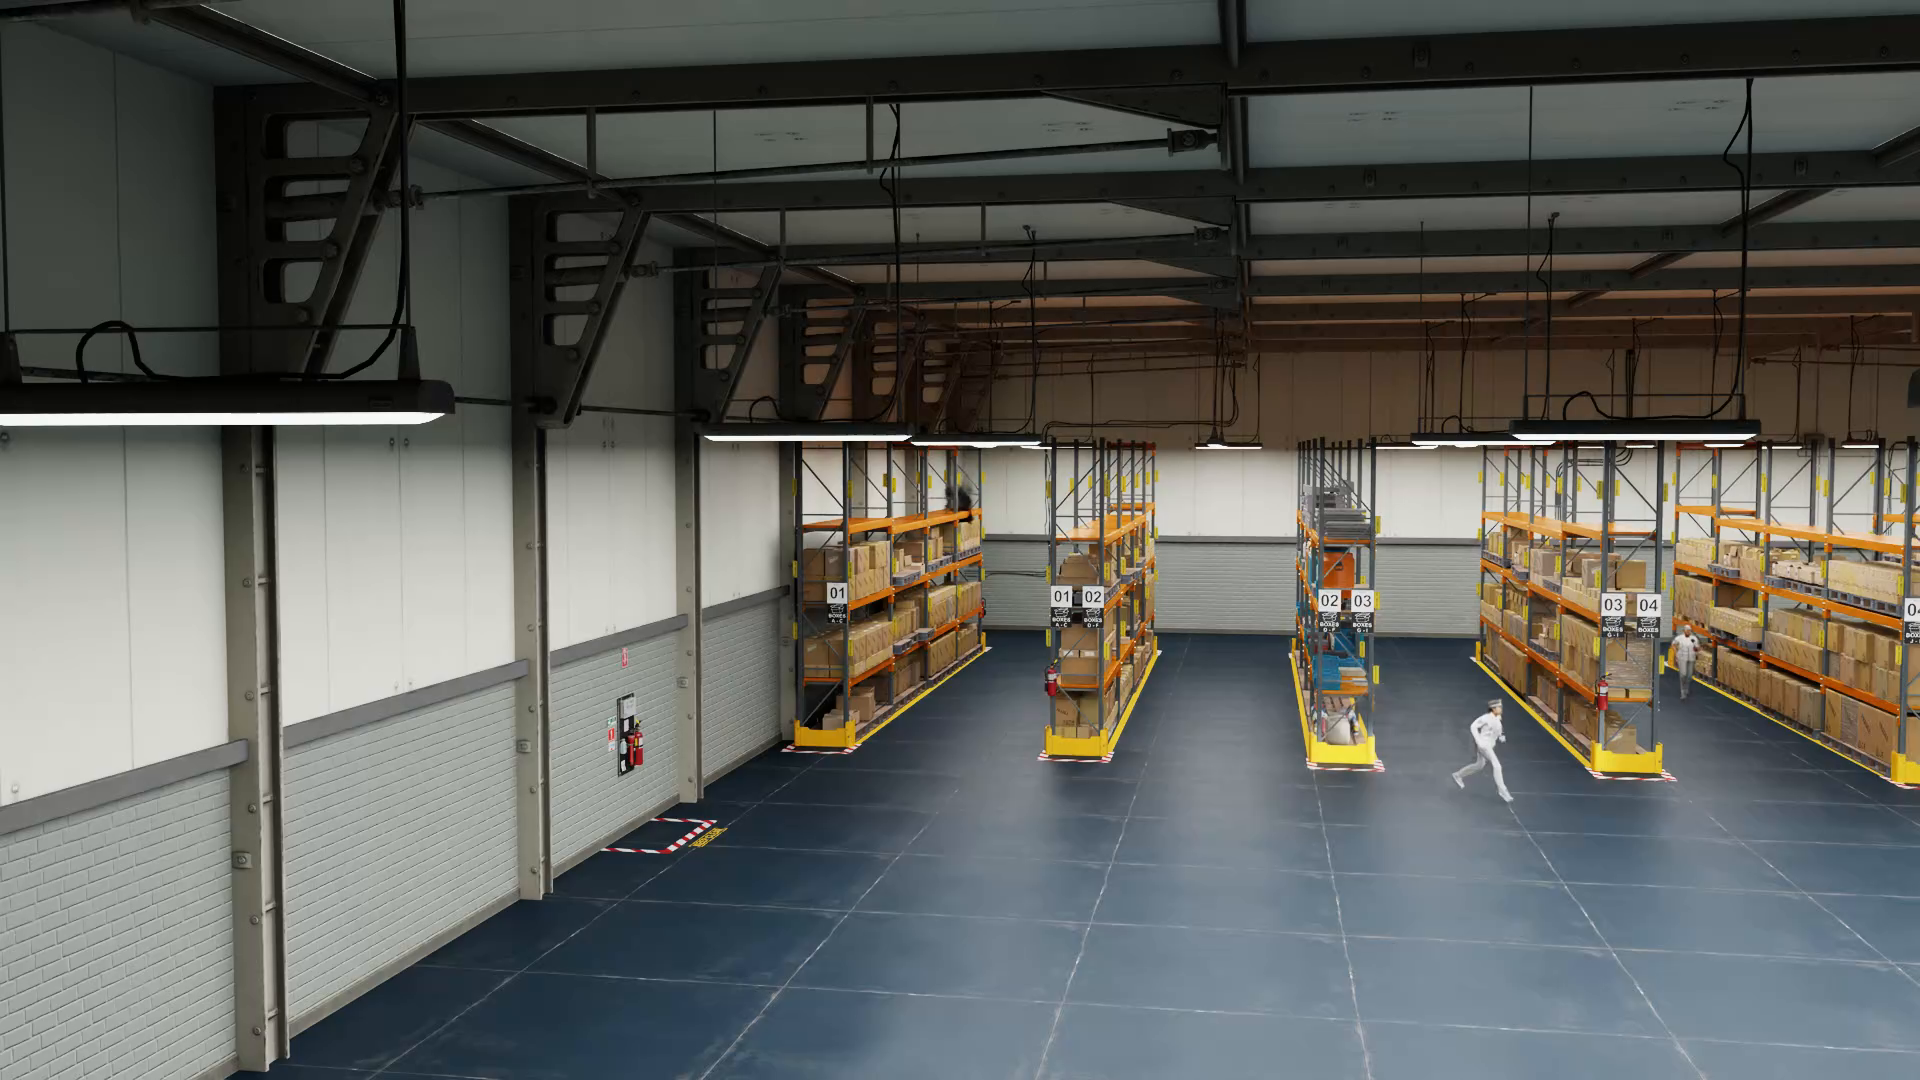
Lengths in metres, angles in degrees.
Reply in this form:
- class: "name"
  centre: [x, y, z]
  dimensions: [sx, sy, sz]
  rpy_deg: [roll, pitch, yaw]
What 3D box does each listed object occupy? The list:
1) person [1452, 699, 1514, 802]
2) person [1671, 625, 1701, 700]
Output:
- class: "person"
  centre: [8.677, 3.441, 27.532]
  dimensions: [1.045, 1.684, 0.619]
  rpy_deg: [2, 4, 39]
- class: "person"
  centre: [16.947, 2.839, 38.789]
  dimensions: [0.584, 1.725, 0.727]
  rpy_deg: [0, 3, 9]
